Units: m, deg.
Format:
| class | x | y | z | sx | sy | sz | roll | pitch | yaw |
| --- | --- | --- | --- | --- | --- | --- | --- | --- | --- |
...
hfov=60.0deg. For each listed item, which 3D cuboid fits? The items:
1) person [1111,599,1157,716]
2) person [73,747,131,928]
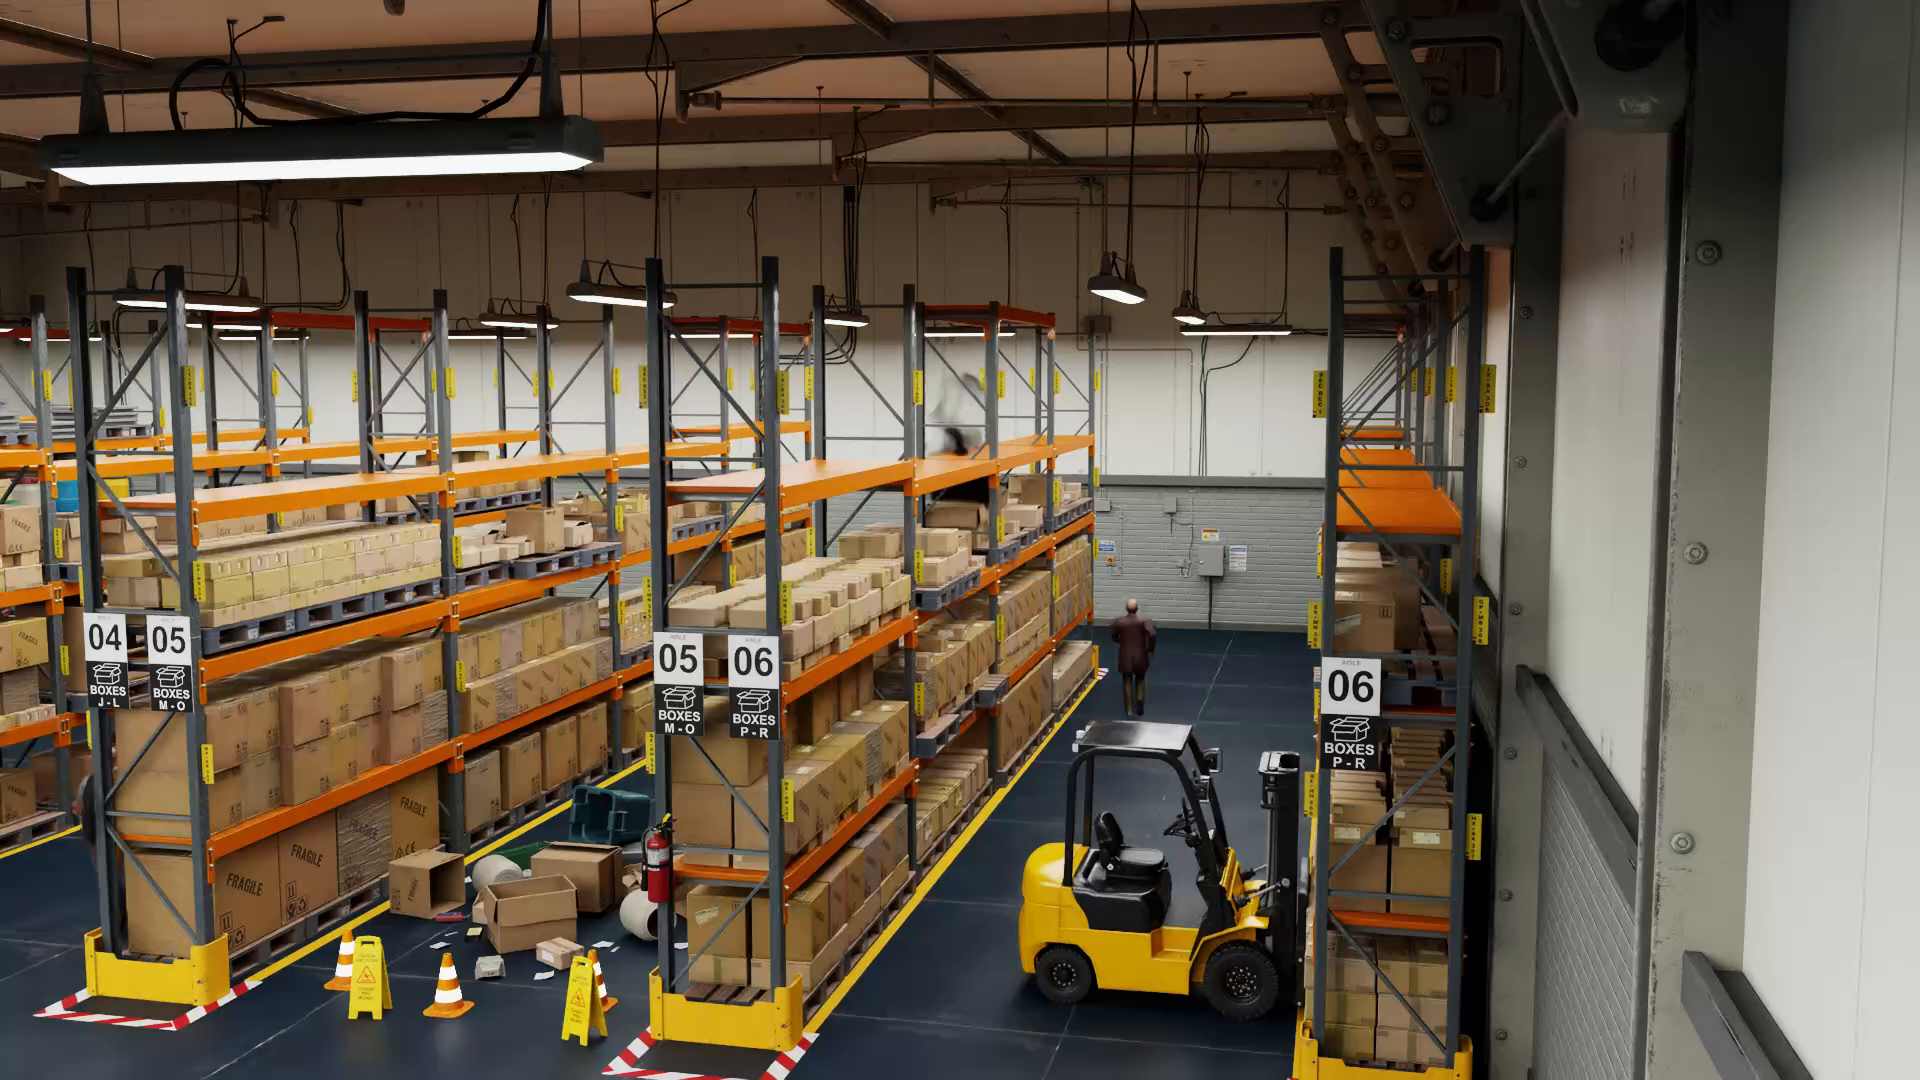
| class | x | y | z | sx | sy | sz | roll | pitch | yaw |
| --- | --- | --- | --- | --- | --- | --- | --- | --- | --- |
| person | 2.599 | 1.772 | 24.887 | 0.675 | 1.777 | 0.760 | 1 | 6 | 6 |
| person | -7.778 | 2.777 | 15.209 | 0.639 | 1.780 | 0.725 | 1 | 6 | 10 |
